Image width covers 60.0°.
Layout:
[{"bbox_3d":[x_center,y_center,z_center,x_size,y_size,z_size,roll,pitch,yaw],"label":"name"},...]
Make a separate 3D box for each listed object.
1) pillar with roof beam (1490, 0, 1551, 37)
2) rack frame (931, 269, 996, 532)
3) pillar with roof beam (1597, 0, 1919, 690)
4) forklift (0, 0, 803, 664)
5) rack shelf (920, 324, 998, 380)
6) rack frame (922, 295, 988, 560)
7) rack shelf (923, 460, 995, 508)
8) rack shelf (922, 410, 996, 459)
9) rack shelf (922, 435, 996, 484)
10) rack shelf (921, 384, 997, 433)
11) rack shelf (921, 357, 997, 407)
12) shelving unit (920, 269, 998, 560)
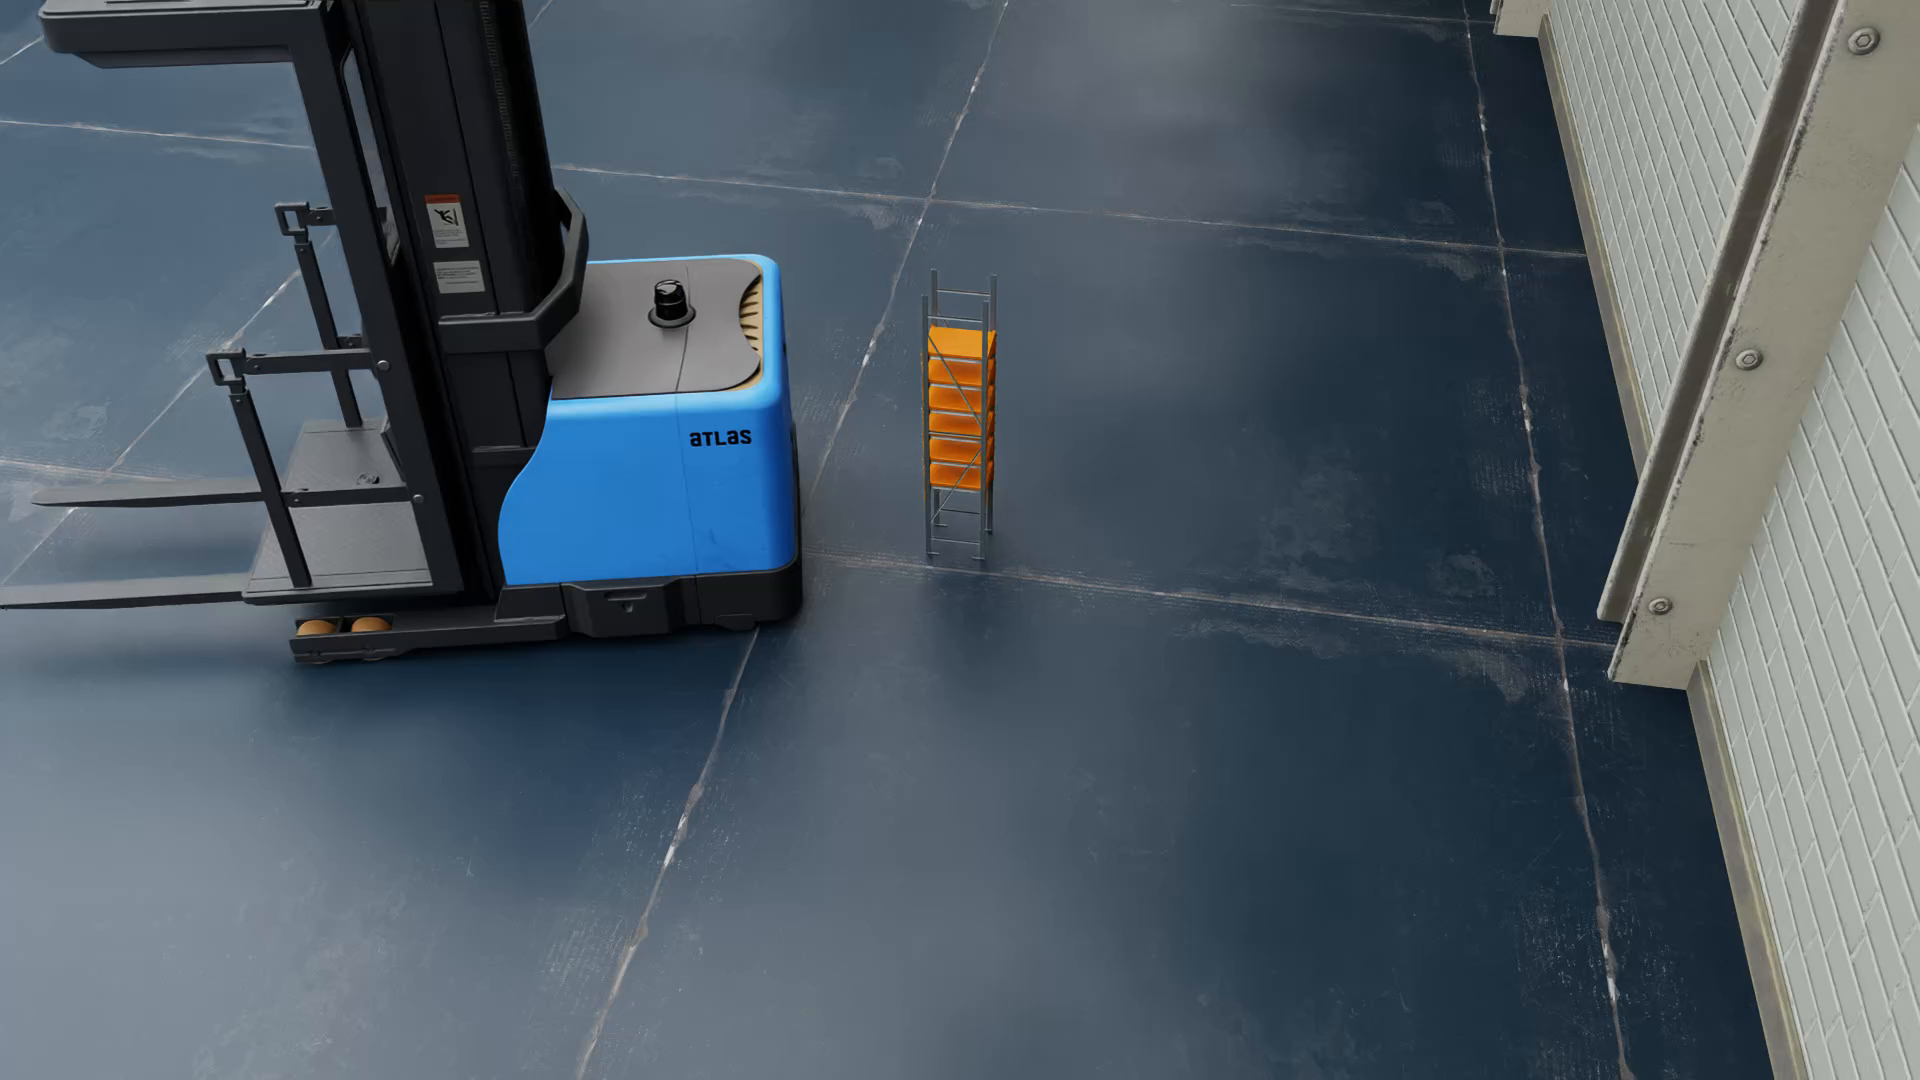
[{"bbox_3d":[-0.624,-7.298,8.515,9.100,9.000,0.400,6,40,8],"label":"pillar with roof beam"},{"bbox_3d":[0.013,-0.511,6.426,0.240,1.200,0.006,6,40,8],"label":"rack frame"},{"bbox_3d":[-1.663,-3.533,3.960,9.100,9.000,0.400,6,40,8],"label":"pillar with roof beam"},{"bbox_3d":[-2.149,-1.022,5.686,3.031,2.935,1.130,-3,40,-4],"label":"forklift"},{"bbox_3d":[-0.002,-0.697,6.156,0.258,0.103,0.180,6,40,8],"label":"rack shelf"},{"bbox_3d":[-0.018,-0.396,6.287,0.240,1.200,0.006,6,40,8],"label":"rack frame"},{"bbox_3d":[-0.003,-0.234,6.538,0.258,0.103,0.180,6,40,8],"label":"rack shelf"},{"bbox_3d":[-0.002,-0.419,6.385,0.258,0.103,0.180,6,40,8],"label":"rack shelf"},{"bbox_3d":[-0.002,-0.327,6.461,0.258,0.103,0.180,6,40,8],"label":"rack shelf"},{"bbox_3d":[-0.002,-0.512,6.309,0.258,0.103,0.180,6,40,8],"label":"rack shelf"},{"bbox_3d":[-0.002,-0.604,6.232,0.258,0.103,0.180,6,40,8],"label":"rack shelf"},{"bbox_3d":[-0.002,-0.453,6.357,0.258,1.200,0.189,6,40,8],"label":"shelving unit"}]
